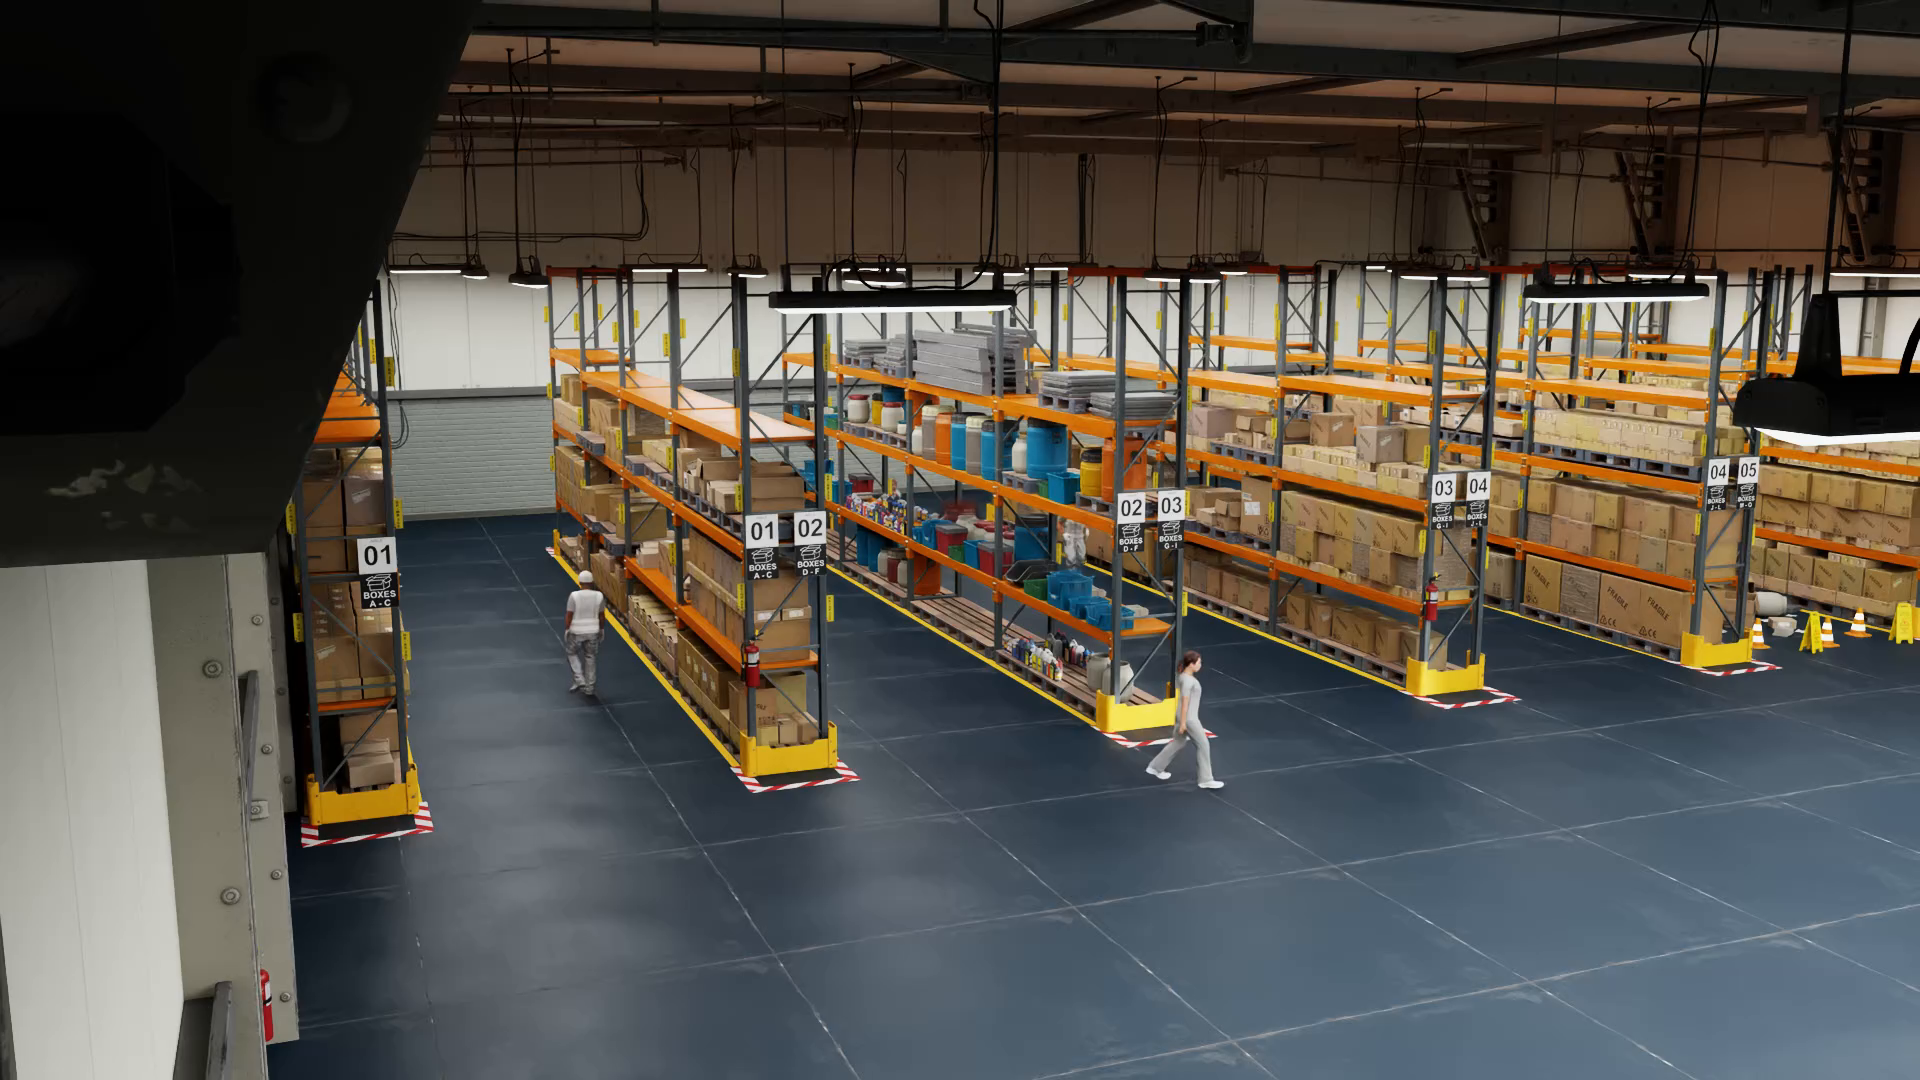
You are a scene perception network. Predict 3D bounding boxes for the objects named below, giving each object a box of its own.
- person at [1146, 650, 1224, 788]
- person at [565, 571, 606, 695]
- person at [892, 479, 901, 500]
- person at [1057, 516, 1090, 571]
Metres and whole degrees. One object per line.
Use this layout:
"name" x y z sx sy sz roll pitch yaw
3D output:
"person" 2.686 2.116 19.795 0.882 1.640 0.454 0 10 -1
"person" -5.370 1.329 23.835 0.603 1.782 0.457 -5 11 -25
"person" -1.419 -0.519 35.011 0.429 1.556 0.899 -8 12 -37
"person" 2.156 -0.067 31.250 0.695 1.648 0.667 -2 10 -14
